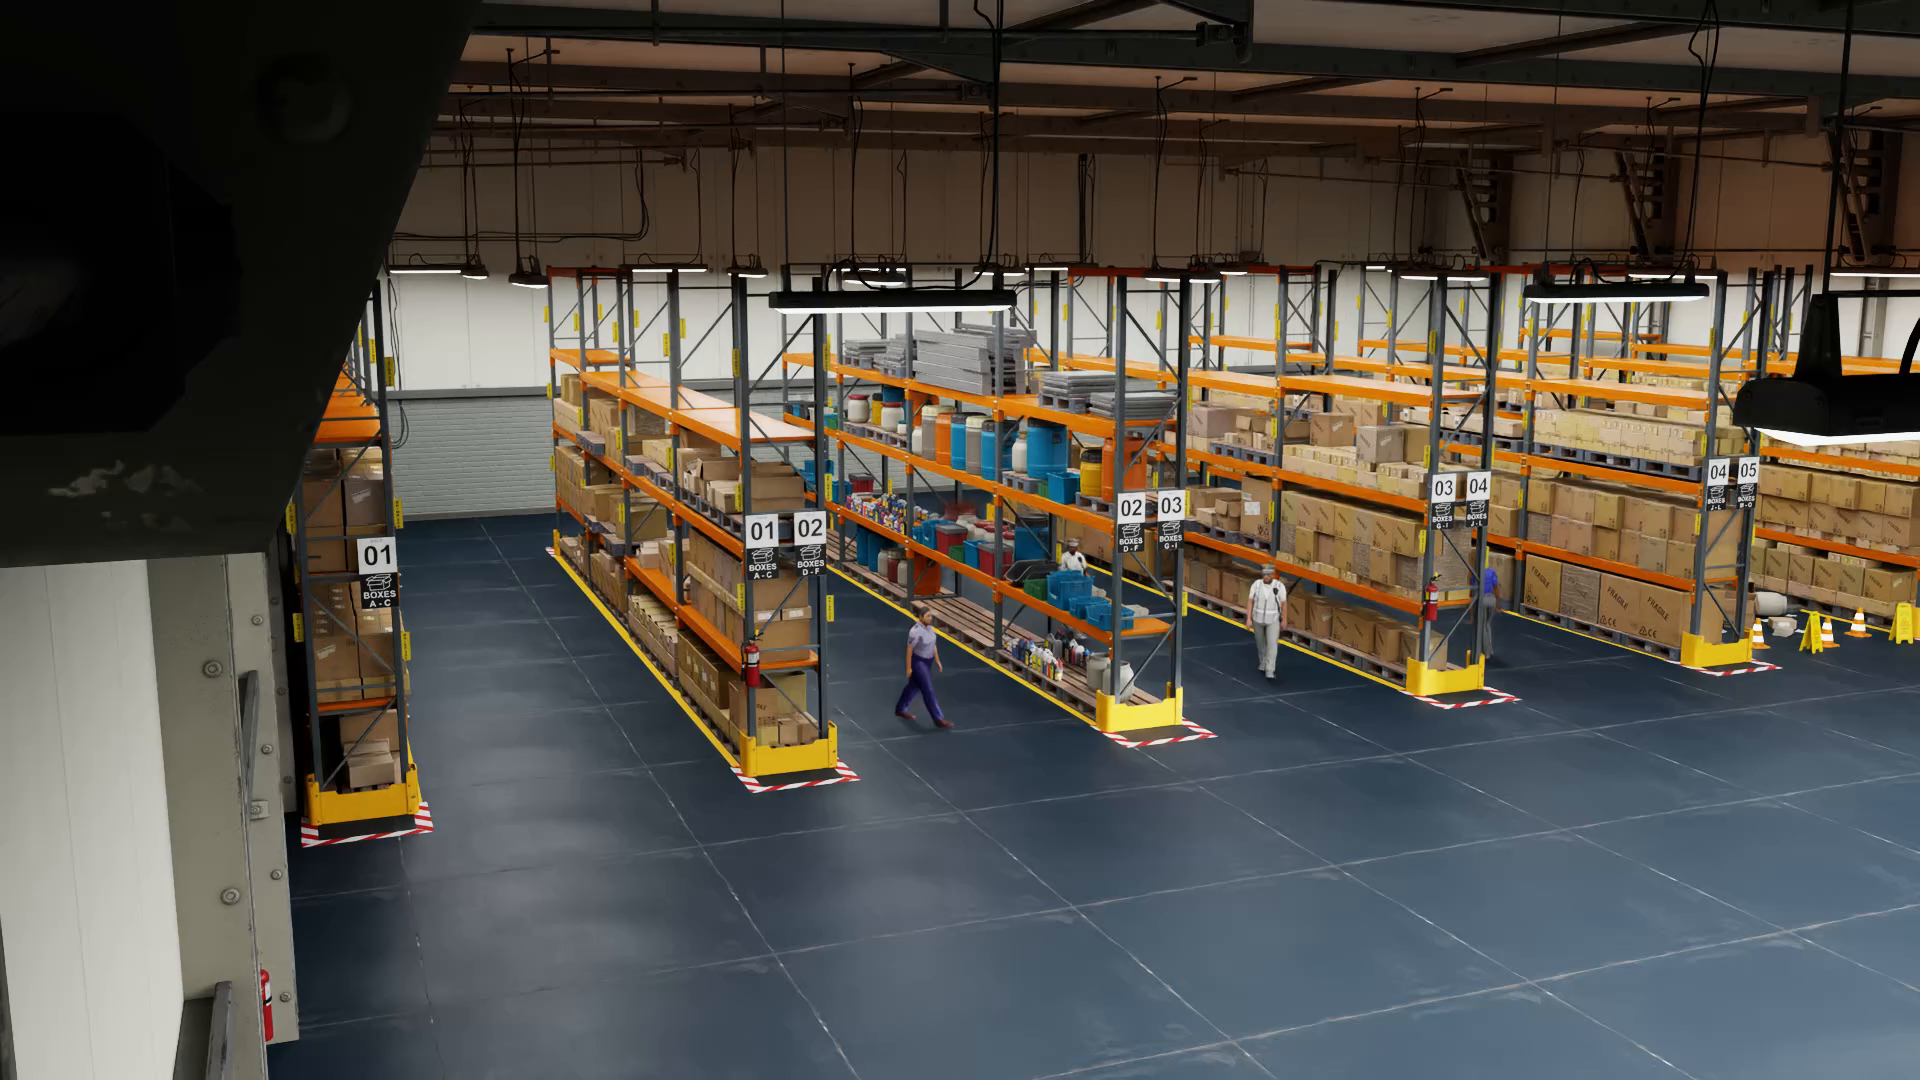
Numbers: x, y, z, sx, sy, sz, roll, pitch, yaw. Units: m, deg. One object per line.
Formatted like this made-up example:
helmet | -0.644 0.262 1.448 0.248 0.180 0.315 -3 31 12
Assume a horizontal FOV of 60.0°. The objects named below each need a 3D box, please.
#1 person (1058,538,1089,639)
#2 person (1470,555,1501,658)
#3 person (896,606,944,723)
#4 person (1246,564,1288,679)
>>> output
person | 1.890 0.764 27.430 0.471 1.623 0.947 -4 11 -23
person | 8.207 1.024 26.029 0.501 1.658 0.518 -2 10 -9
person | -0.528 1.646 22.346 0.811 1.522 0.494 4 11 20
person | 4.551 1.195 24.793 0.565 1.691 1.087 4 11 22
